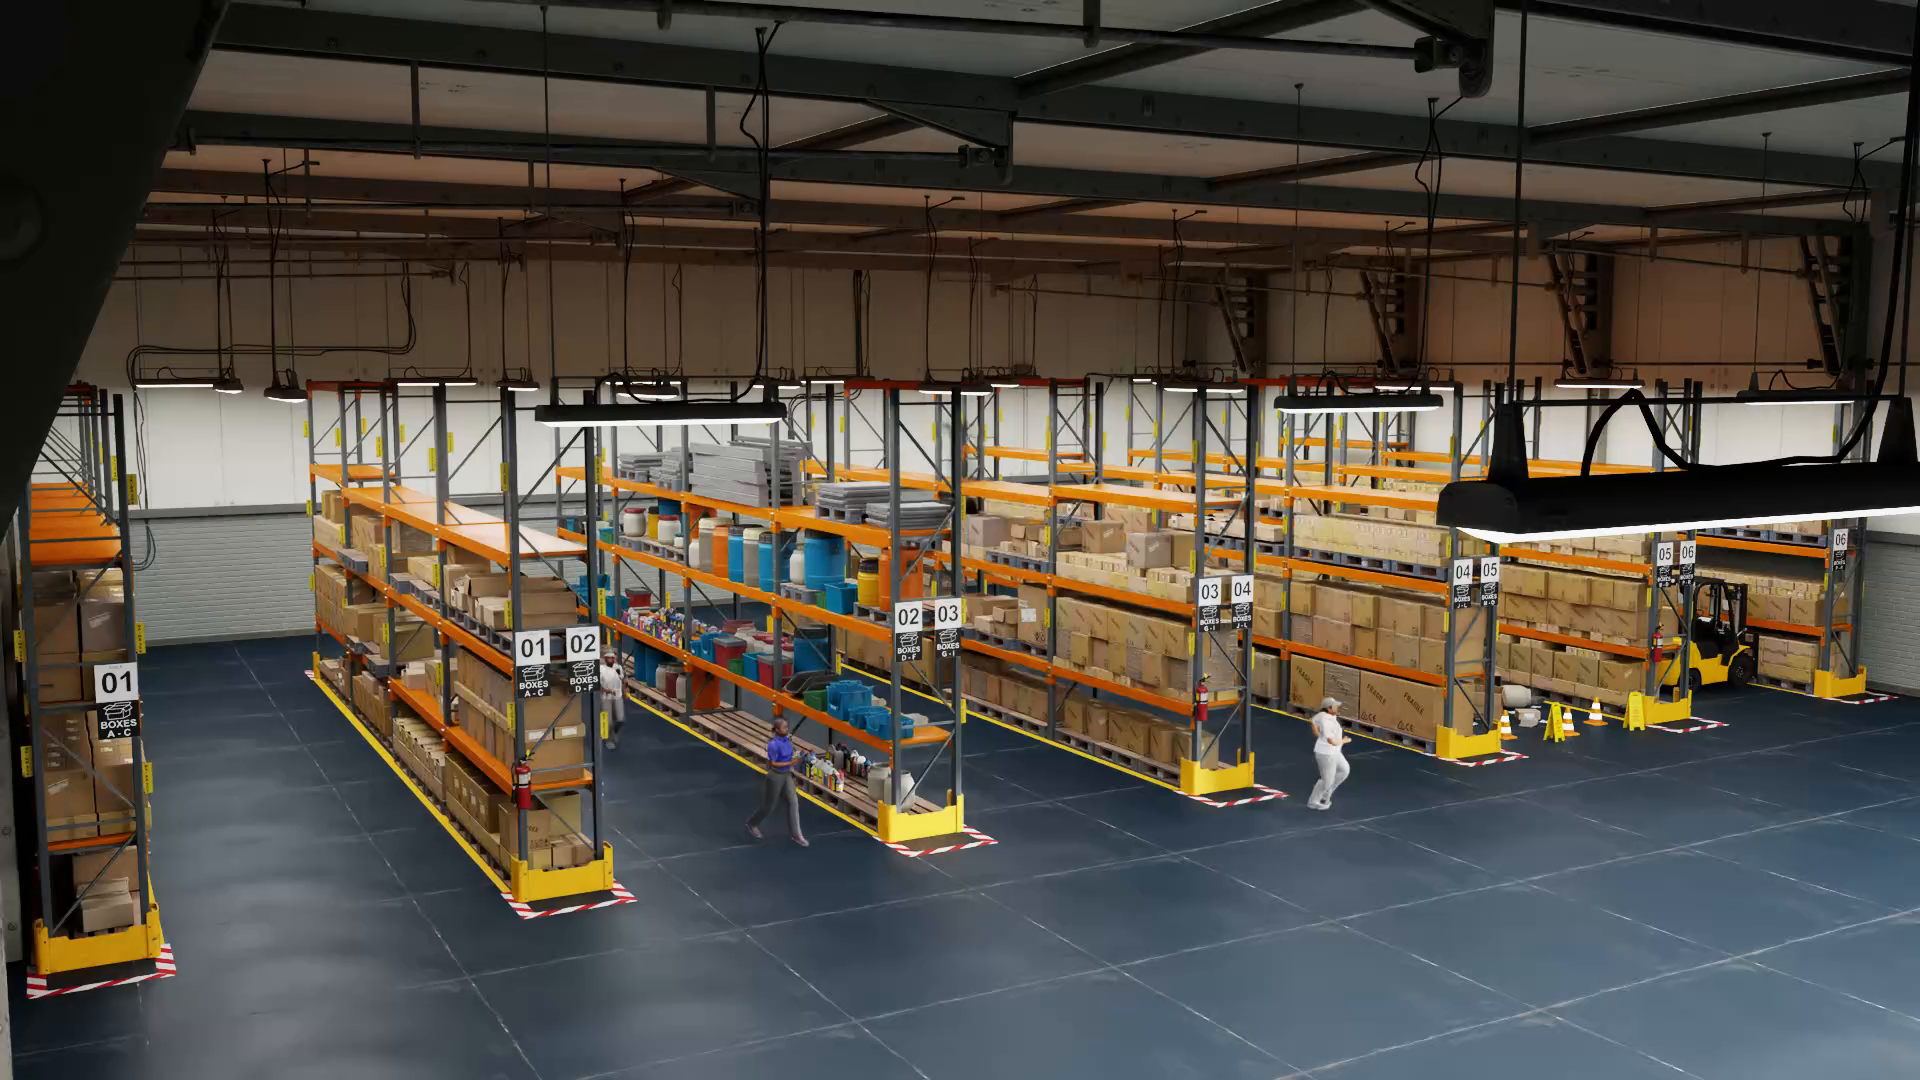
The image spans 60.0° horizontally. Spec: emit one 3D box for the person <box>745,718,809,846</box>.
[{"bbox_3d":[-2.401,3.160,21.871,0.929,1.662,0.566,3,7,27],"label":"person"}]

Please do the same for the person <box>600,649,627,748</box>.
[{"bbox_3d":[-5.694,2.606,27.282,0.561,1.661,0.562,-3,7,-28],"label":"person"}]

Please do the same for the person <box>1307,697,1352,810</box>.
[{"bbox_3d":[5.225,3.024,23.488,0.596,1.649,0.601,1,6,13],"label":"person"}]

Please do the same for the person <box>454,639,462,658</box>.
[{"bbox_3d":[-10.280,1.885,33.708,0.601,1.746,0.665,5,8,41],"label":"person"}]
